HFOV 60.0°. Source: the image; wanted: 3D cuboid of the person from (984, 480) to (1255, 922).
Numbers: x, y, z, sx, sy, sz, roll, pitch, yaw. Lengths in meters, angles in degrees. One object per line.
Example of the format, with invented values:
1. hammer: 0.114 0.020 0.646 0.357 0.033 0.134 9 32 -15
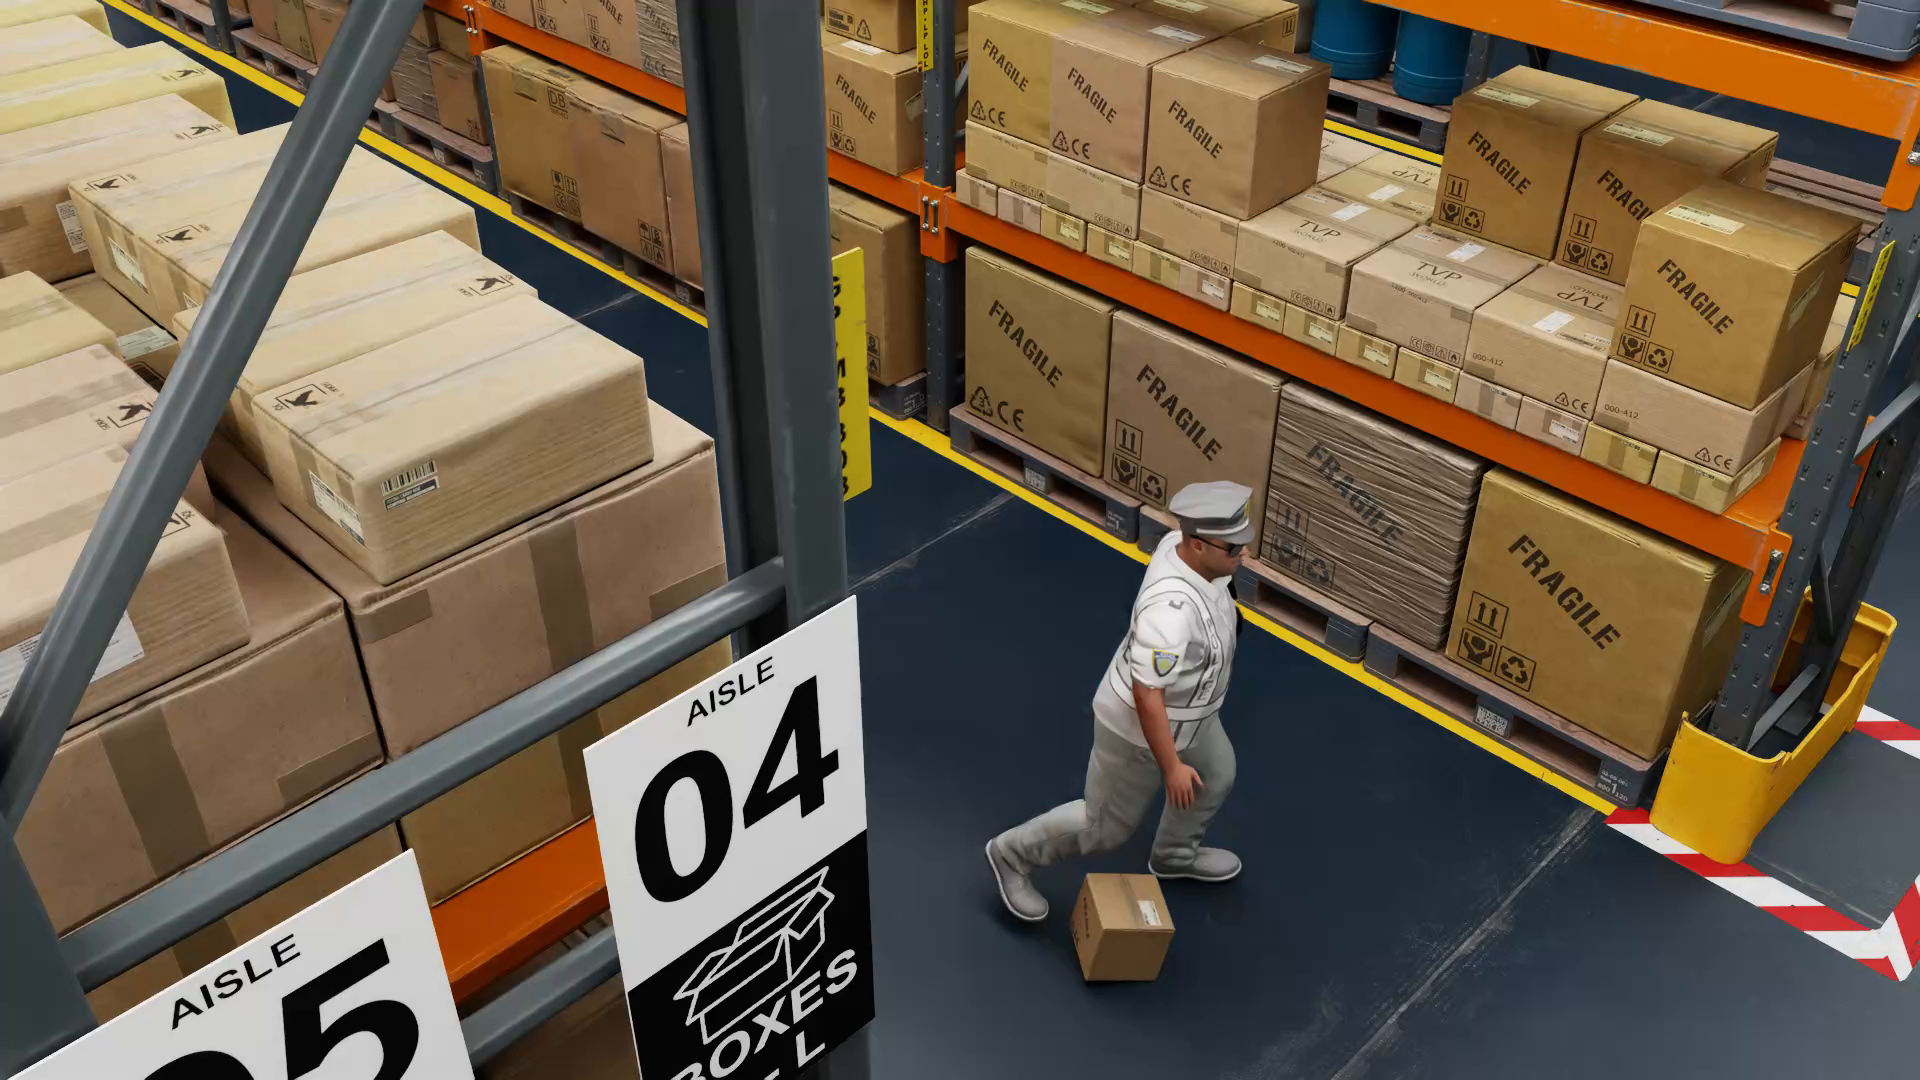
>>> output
1. person: 0.534 0.523 5.400 0.836 1.699 0.637 13 37 17
